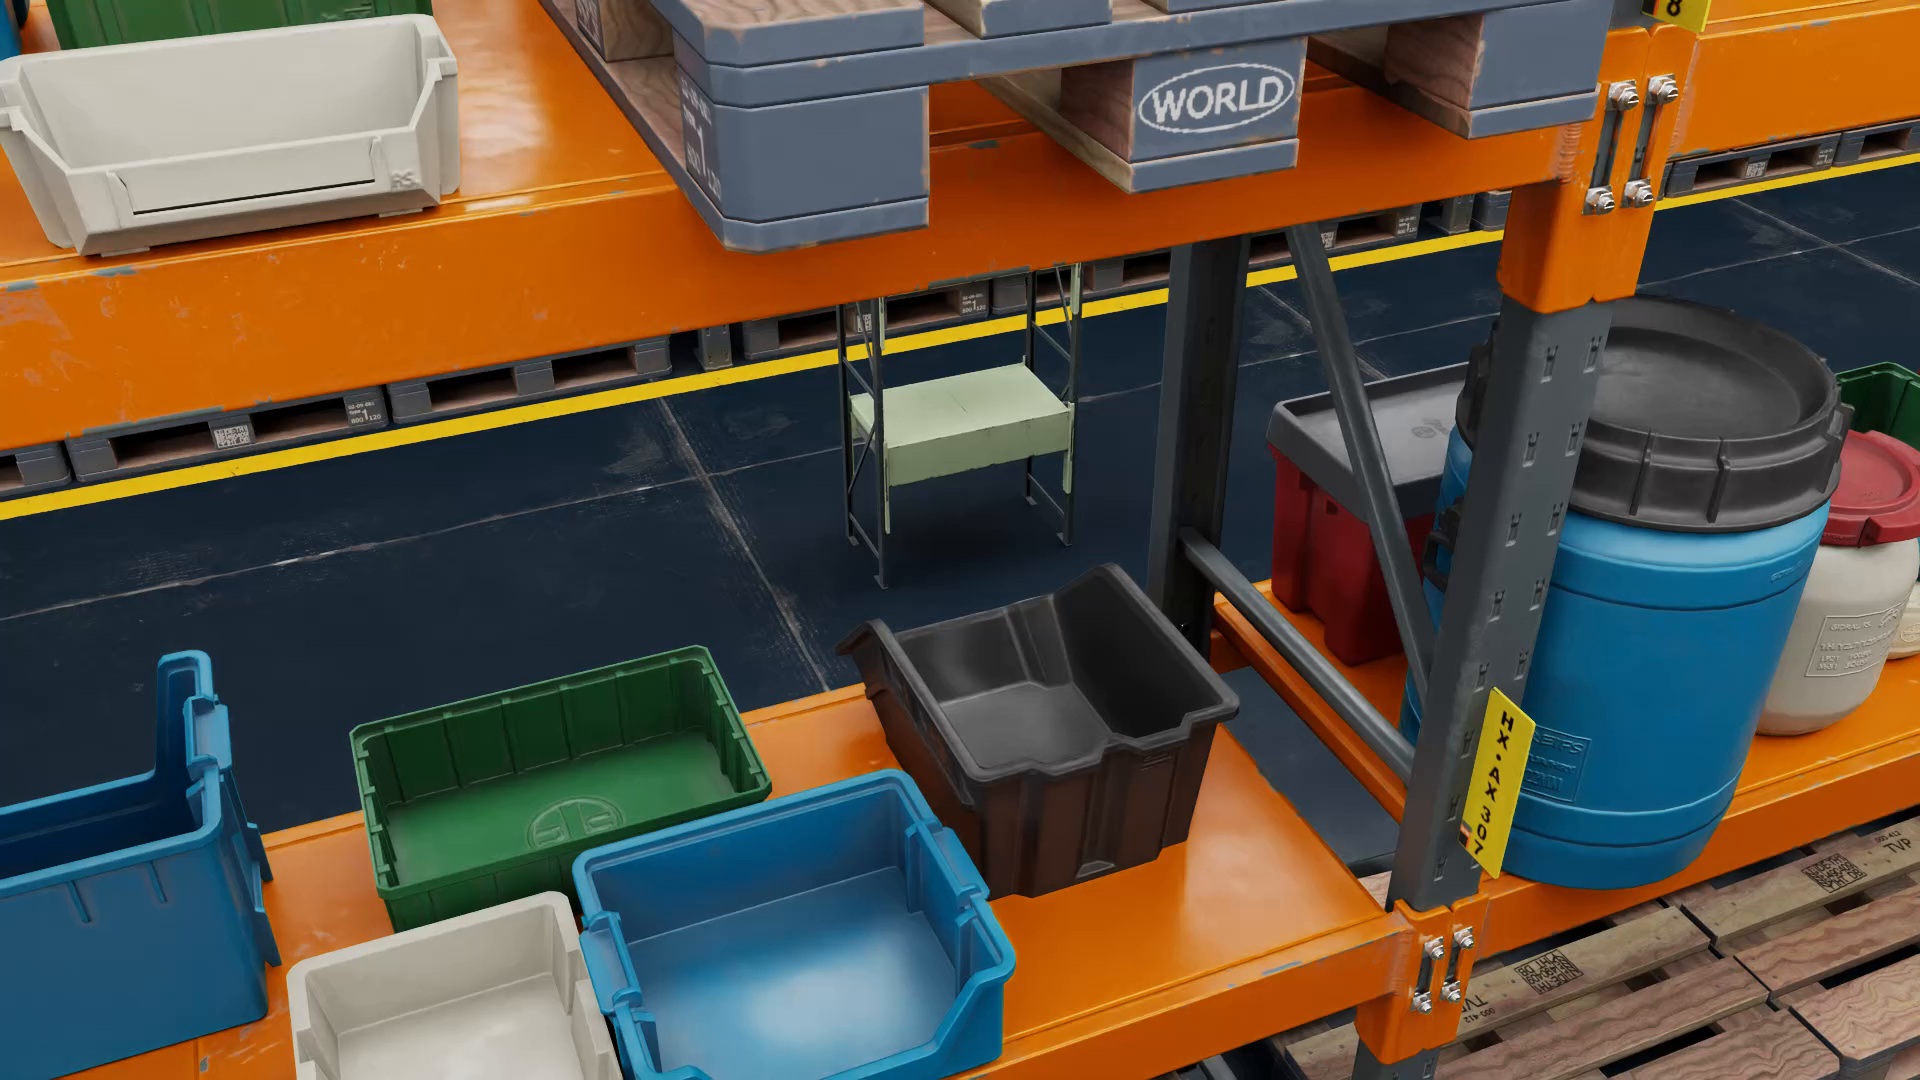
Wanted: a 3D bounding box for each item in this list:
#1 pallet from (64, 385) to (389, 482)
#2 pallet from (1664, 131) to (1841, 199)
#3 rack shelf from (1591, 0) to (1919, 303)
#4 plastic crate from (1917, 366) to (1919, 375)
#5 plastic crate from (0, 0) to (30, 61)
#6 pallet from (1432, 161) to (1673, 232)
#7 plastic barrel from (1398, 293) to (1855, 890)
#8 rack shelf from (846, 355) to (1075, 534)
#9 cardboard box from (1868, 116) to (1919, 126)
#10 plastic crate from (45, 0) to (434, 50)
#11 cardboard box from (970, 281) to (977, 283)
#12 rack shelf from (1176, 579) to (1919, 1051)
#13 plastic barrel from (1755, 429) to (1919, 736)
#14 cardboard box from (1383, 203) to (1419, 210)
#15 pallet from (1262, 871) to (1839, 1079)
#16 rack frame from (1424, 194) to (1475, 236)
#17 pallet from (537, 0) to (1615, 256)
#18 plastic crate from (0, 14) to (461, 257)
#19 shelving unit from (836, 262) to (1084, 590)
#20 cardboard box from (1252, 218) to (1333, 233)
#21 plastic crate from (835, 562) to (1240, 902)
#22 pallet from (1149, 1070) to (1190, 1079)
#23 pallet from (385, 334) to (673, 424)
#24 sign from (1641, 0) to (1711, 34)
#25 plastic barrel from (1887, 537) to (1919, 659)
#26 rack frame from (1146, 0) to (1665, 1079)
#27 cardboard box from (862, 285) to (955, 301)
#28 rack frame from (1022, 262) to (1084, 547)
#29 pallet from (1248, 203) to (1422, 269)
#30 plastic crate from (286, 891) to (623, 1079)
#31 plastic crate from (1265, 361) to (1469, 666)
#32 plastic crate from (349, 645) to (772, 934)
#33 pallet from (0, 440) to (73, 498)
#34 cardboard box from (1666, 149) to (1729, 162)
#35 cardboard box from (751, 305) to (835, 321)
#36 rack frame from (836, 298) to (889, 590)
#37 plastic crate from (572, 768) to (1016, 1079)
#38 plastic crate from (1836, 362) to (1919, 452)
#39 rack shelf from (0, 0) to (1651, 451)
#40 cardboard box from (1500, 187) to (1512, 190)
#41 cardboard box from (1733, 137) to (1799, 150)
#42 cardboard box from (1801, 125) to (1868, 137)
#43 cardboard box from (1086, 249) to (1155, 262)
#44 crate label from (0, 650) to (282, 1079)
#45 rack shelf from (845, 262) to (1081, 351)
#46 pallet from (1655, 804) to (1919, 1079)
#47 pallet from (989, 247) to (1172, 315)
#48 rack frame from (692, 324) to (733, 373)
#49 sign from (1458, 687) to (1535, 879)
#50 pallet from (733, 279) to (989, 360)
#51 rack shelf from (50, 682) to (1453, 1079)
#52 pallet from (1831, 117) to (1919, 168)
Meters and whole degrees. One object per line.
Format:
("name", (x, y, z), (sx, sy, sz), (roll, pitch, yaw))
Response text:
("pallet", (-3.142, -0.690, 7.116), (1.213, 0.211, 1.003), (-13, 35, -19))
("pallet", (4.249, -2.335, 9.645), (1.213, 0.211, 1.003), (-13, 35, -19))
("rack shelf", (2.493, -1.151, 3.178), (4.000, 0.370, 1.077), (-13, 35, -19))
("plastic crate", (2.728, -0.457, 4.144), (0.583, 0.464, 0.402), (-13, 35, -19))
("plastic crate", (-1.398, -0.733, 1.891), (0.575, 0.384, 0.392), (-13, 35, -19))
("pallet", (3.126, -2.079, 9.252), (1.213, 0.211, 1.003), (-13, 35, -19))
("plastic barrel", (1.122, 0.087, 2.906), (0.708, 0.901, 0.600), (-13, 35, -19))
("rack shelf", (-0.006, -0.354, 6.017), (0.720, 0.370, 0.431), (-13, 35, -19))
("cardboard box", (5.308, -2.742, 9.602), (0.500, 0.500, 0.500), (-13, 35, -19))
("plastic crate", (-0.912, -0.745, 2.089), (0.450, 0.188, 0.336), (-13, 35, -19))
("cardboard box", (0.151, -1.467, 7.890), (0.500, 0.250, 0.500), (-14, 36, -20))
("rack shelf", (2.493, 0.106, 3.996), (4.000, 0.370, 1.077), (-13, 35, -19))
("plastic barrel", (1.616, 0.078, 3.255), (0.433, 0.535, 0.433), (0, 33, 0))
("cardboard box", (2.032, -1.899, 8.554), (0.500, 0.250, 0.500), (-12, 35, -18))
("pallet", (1.358, 1.210, 4.196), (1.213, 0.211, 1.003), (-13, 35, -19))
("rack frame", (2.423, -3.109, 8.278), (0.127, 3.000, 1.000), (-13, 35, -19))
("pallet", (0.021, -0.750, 2.075), (1.003, 0.211, 1.213), (-13, 35, -19))
("plastic crate", (-0.675, -0.378, 1.572), (0.396, 0.136, 0.243), (-13, 35, -19))
("shelving unit", (-0.006, -0.627, 5.839), (0.755, 1.500, 0.431), (-13, 35, -19))
("cardboard box", (1.558, -1.788, 8.384), (0.500, 0.250, 0.500), (-13, 35, -19))
("plastic crate", (0.117, 0.299, 3.096), (0.504, 0.338, 0.767), (-13, 35, -19))
("pallet", (0.013, 1.516, 3.726), (1.213, 0.211, 1.003), (-13, 35, -19))
("pallet", (-2.015, -0.949, 7.515), (1.213, 0.211, 1.003), (-13, 35, -19))
("sign", (0.851, -0.755, 1.902), (0.005, 0.325, 0.100), (-13, 35, -19))
("plastic barrel", (1.928, 0.082, 3.500), (0.301, 0.262, 0.301), (0, 33, 0))
("rack frame", (0.649, 0.227, 3.151), (0.127, 3.000, 1.000), (-13, 35, -19))
("cardboard box", (-0.326, -1.356, 7.720), (0.500, 0.250, 0.500), (-12, 35, -18))
("rack frame", (0.331, -0.704, 5.958), (0.023, 1.500, 0.400), (-13, 35, -19))
("pallet", (1.649, -1.786, 8.802), (1.213, 0.211, 1.003), (-13, 35, -19))
("plastic crate", (-0.750, 0.808, 2.500), (0.437, 0.136, 0.530), (-13, 35, -19))
("plastic crate", (0.977, -0.056, 3.527), (0.583, 0.464, 0.402), (-13, 35, -19))
("plastic crate", (-0.712, 0.460, 2.987), (0.662, 0.188, 0.450), (-13, 35, -19))
("pallet", (-4.265, -0.434, 6.723), (1.213, 0.211, 1.003), (-13, 35, -19))
("cardboard box", (3.898, -2.415, 9.100), (0.500, 0.500, 0.500), (-13, 35, -20))
("cardboard box", (-0.798, -1.249, 7.555), (0.500, 0.250, 0.500), (-14, 35, -20))
("rack frame", (-0.344, -0.550, 5.720), (0.023, 1.500, 0.400), (-13, 35, -19))
("plastic crate", (-0.267, 0.659, 2.623), (0.616, 0.251, 0.499), (-13, 35, -19))
("plastic crate", (2.145, -0.194, 3.992), (0.662, 0.188, 0.450), (-13, 35, -19))
("rack shelf", (-1.195, -0.307, 1.880), (4.000, 0.370, 1.077), (-13, 35, -19))
("cardboard box", (2.953, -2.198, 8.767), (0.500, 0.500, 0.500), (-11, 35, -17))
("cardboard box", (4.377, -2.528, 9.273), (0.500, 0.500, 0.500), (-14, 36, -21))
("cardboard box", (4.845, -2.636, 9.440), (0.500, 0.500, 0.500), (-12, 35, -18))
("cardboard box", (0.620, -1.574, 8.055), (0.500, 0.250, 0.500), (-12, 35, -18))
("crate label", (-1.447, 0.532, 2.650), (0.616, 0.435, 0.502), (-13, 35, -19))
("rack shelf", (-0.006, -0.954, 5.626), (0.720, 0.370, 0.431), (-13, 35, -19))
("pallet", (2.484, 0.951, 4.595), (1.213, 0.211, 1.003), (-13, 35, -19))
("pallet", (0.525, -1.531, 8.409), (1.213, 0.211, 1.003), (-13, 35, -19))
("rack frame", (-1.265, -2.265, 6.980), (0.127, 3.000, 1.000), (-13, 35, -19))
("sign", (0.851, 0.390, 2.647), (0.005, 0.325, 0.100), (-13, 35, -19))
("pallet", (-0.601, -1.271, 8.010), (1.213, 0.211, 1.003), (-13, 35, -19))
("rack shelf", (-1.195, 0.951, 2.698), (4.000, 0.370, 1.077), (-13, 35, -19))
("pallet", (5.375, -2.594, 10.044), (1.213, 0.211, 1.003), (-13, 35, -19))
